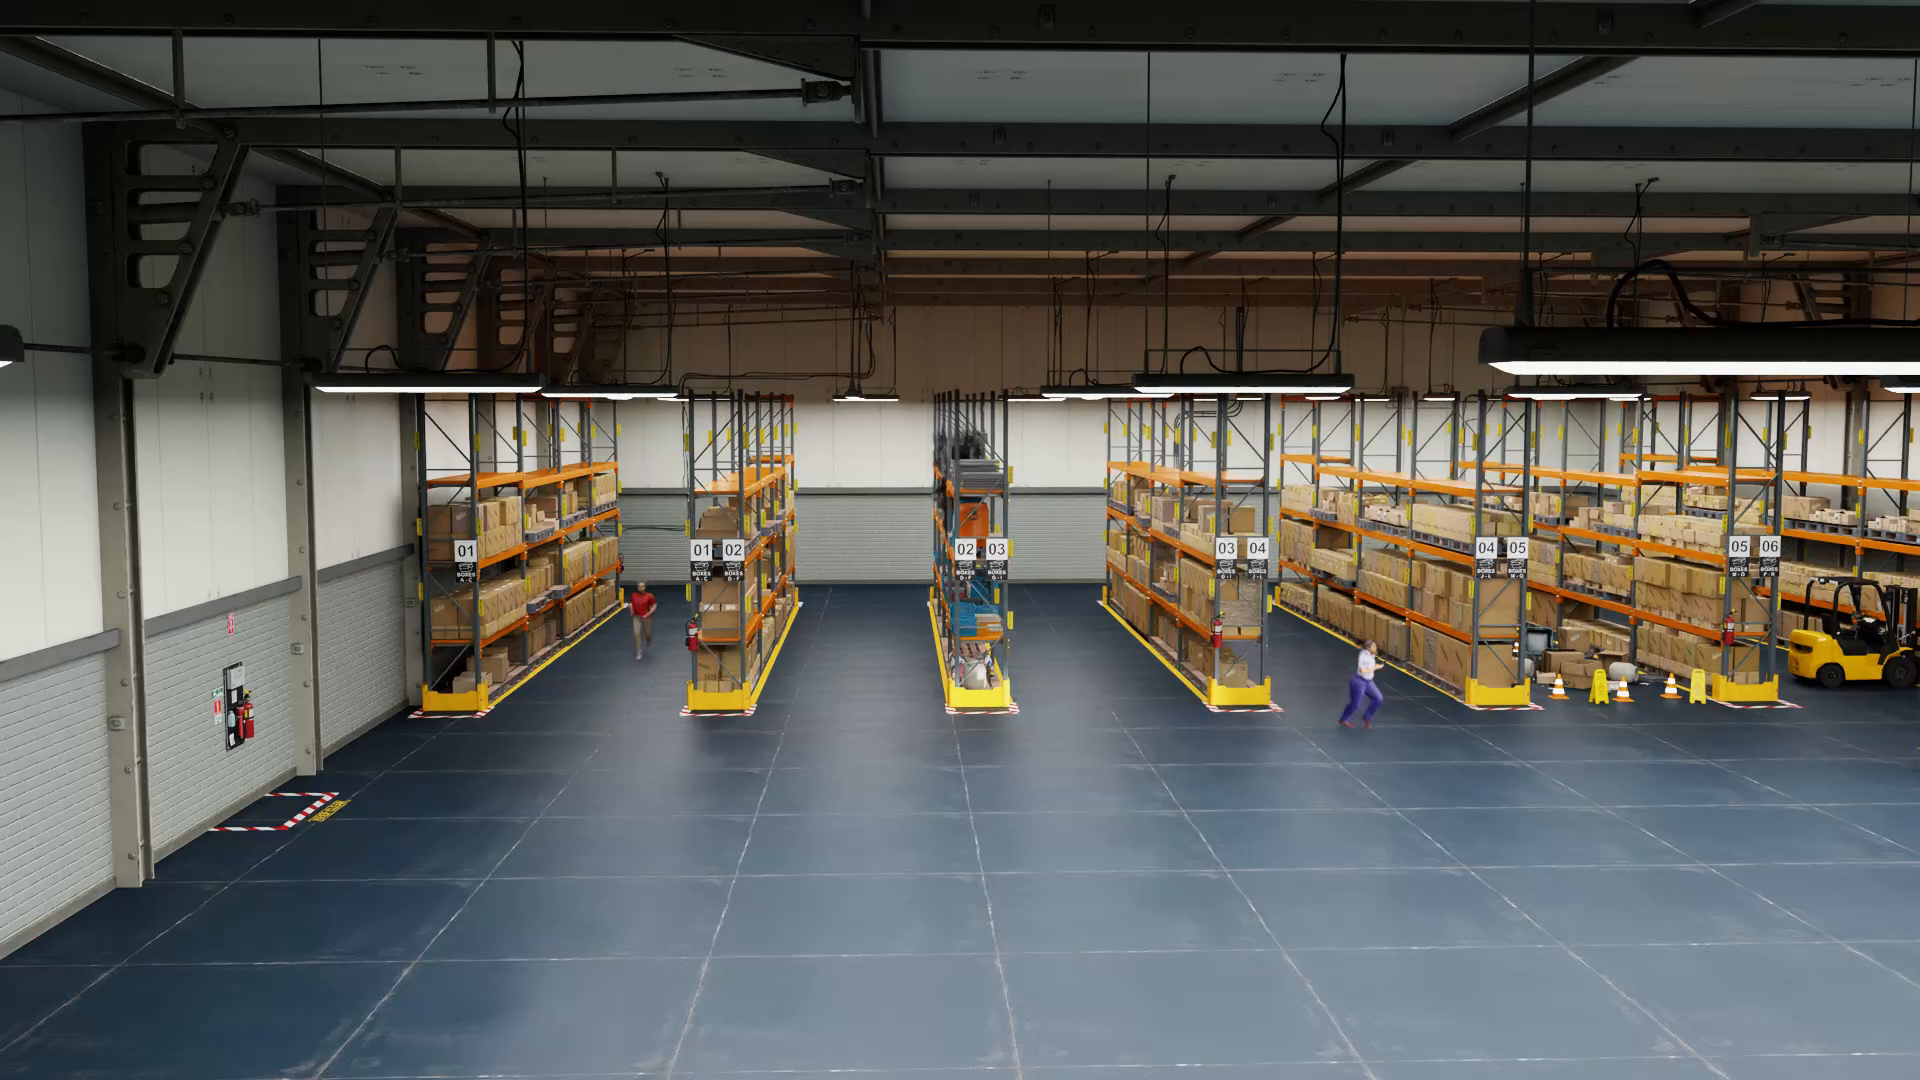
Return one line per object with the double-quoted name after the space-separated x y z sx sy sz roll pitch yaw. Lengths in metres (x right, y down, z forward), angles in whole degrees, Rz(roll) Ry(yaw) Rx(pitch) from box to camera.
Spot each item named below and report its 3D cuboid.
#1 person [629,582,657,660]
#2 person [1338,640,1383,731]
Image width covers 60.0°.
-7.197 1.823 37.761 0.636 1.724 1.058 -1 5 -6 "person"
7.042 2.548 29.138 0.835 1.642 0.592 4 6 40 "person"
